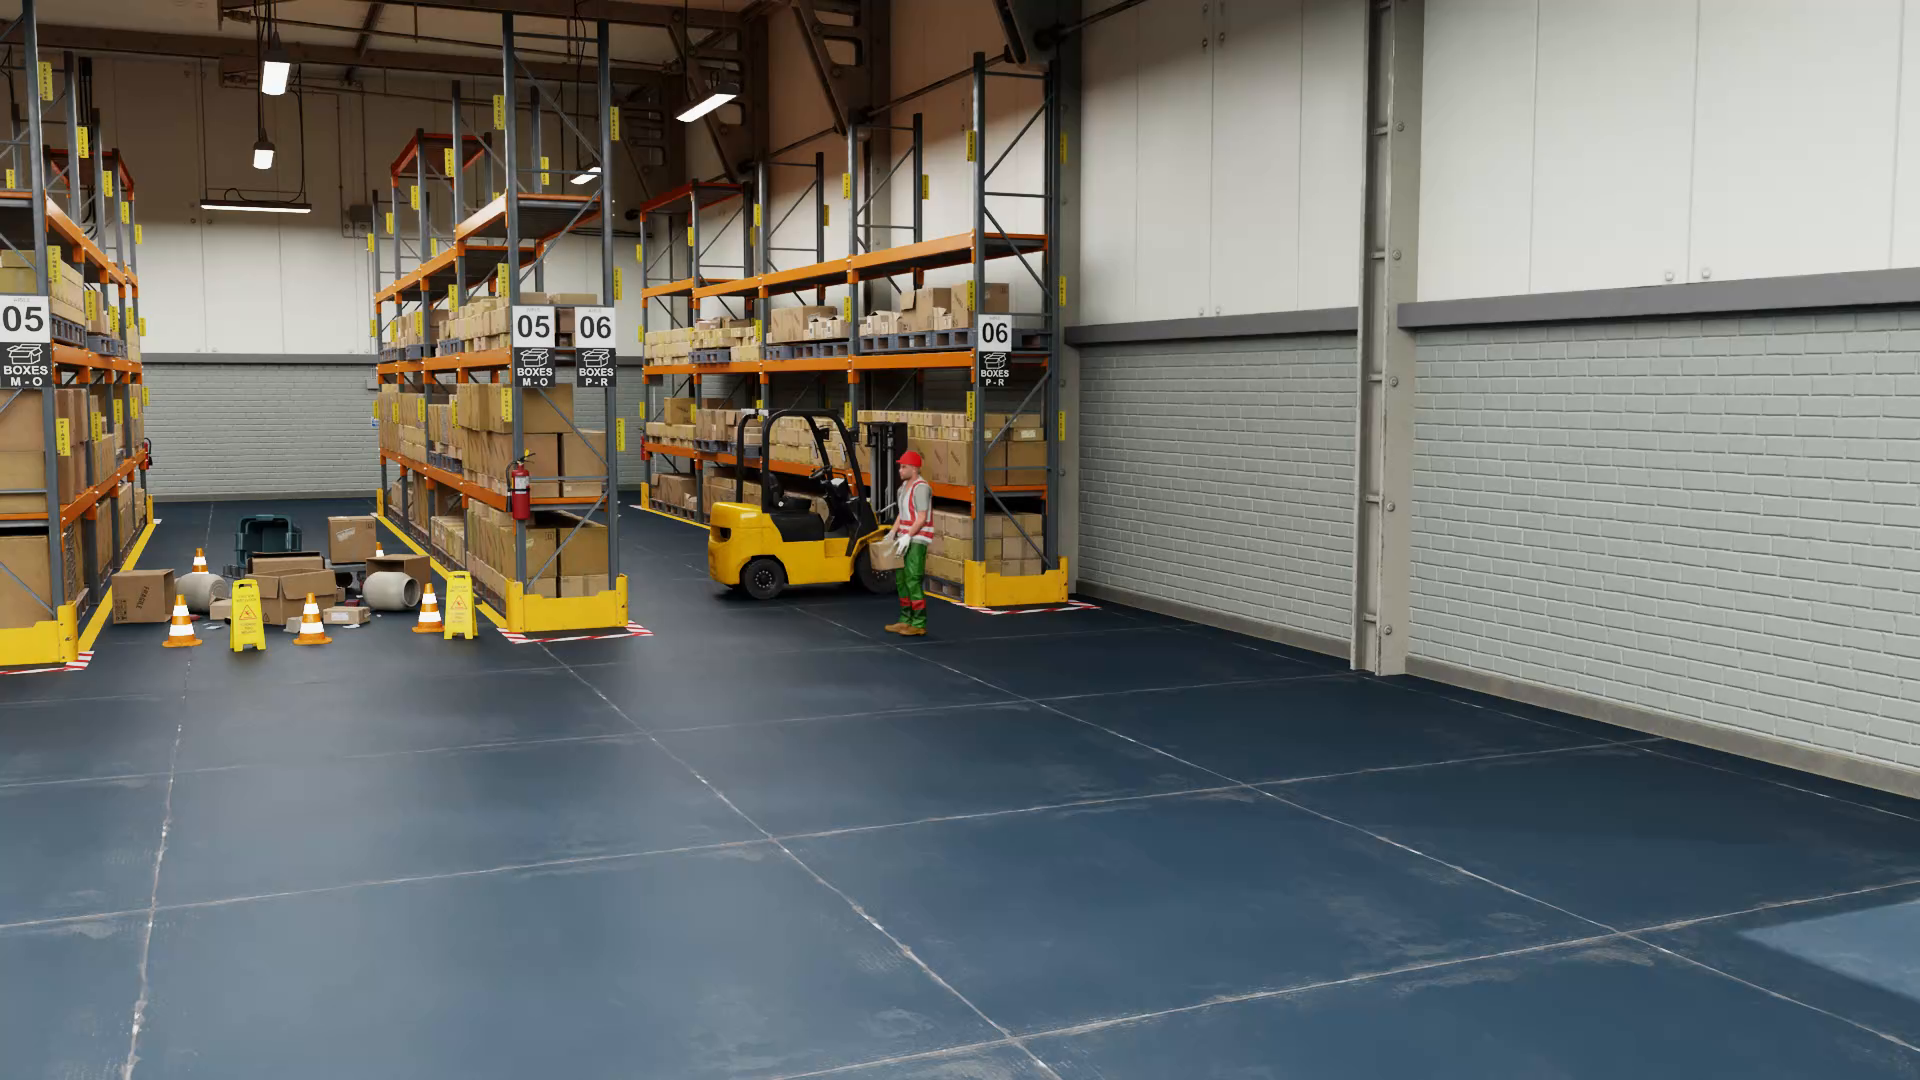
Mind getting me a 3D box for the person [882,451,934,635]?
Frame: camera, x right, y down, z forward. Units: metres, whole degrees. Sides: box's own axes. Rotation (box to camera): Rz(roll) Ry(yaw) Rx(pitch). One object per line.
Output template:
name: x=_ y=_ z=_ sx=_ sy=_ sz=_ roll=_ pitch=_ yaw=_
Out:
person: x=-0.498 y=0.029 z=16.253 sx=0.449 sy=1.788 sz=0.537 roll=-2 pitch=6 yaw=-25
